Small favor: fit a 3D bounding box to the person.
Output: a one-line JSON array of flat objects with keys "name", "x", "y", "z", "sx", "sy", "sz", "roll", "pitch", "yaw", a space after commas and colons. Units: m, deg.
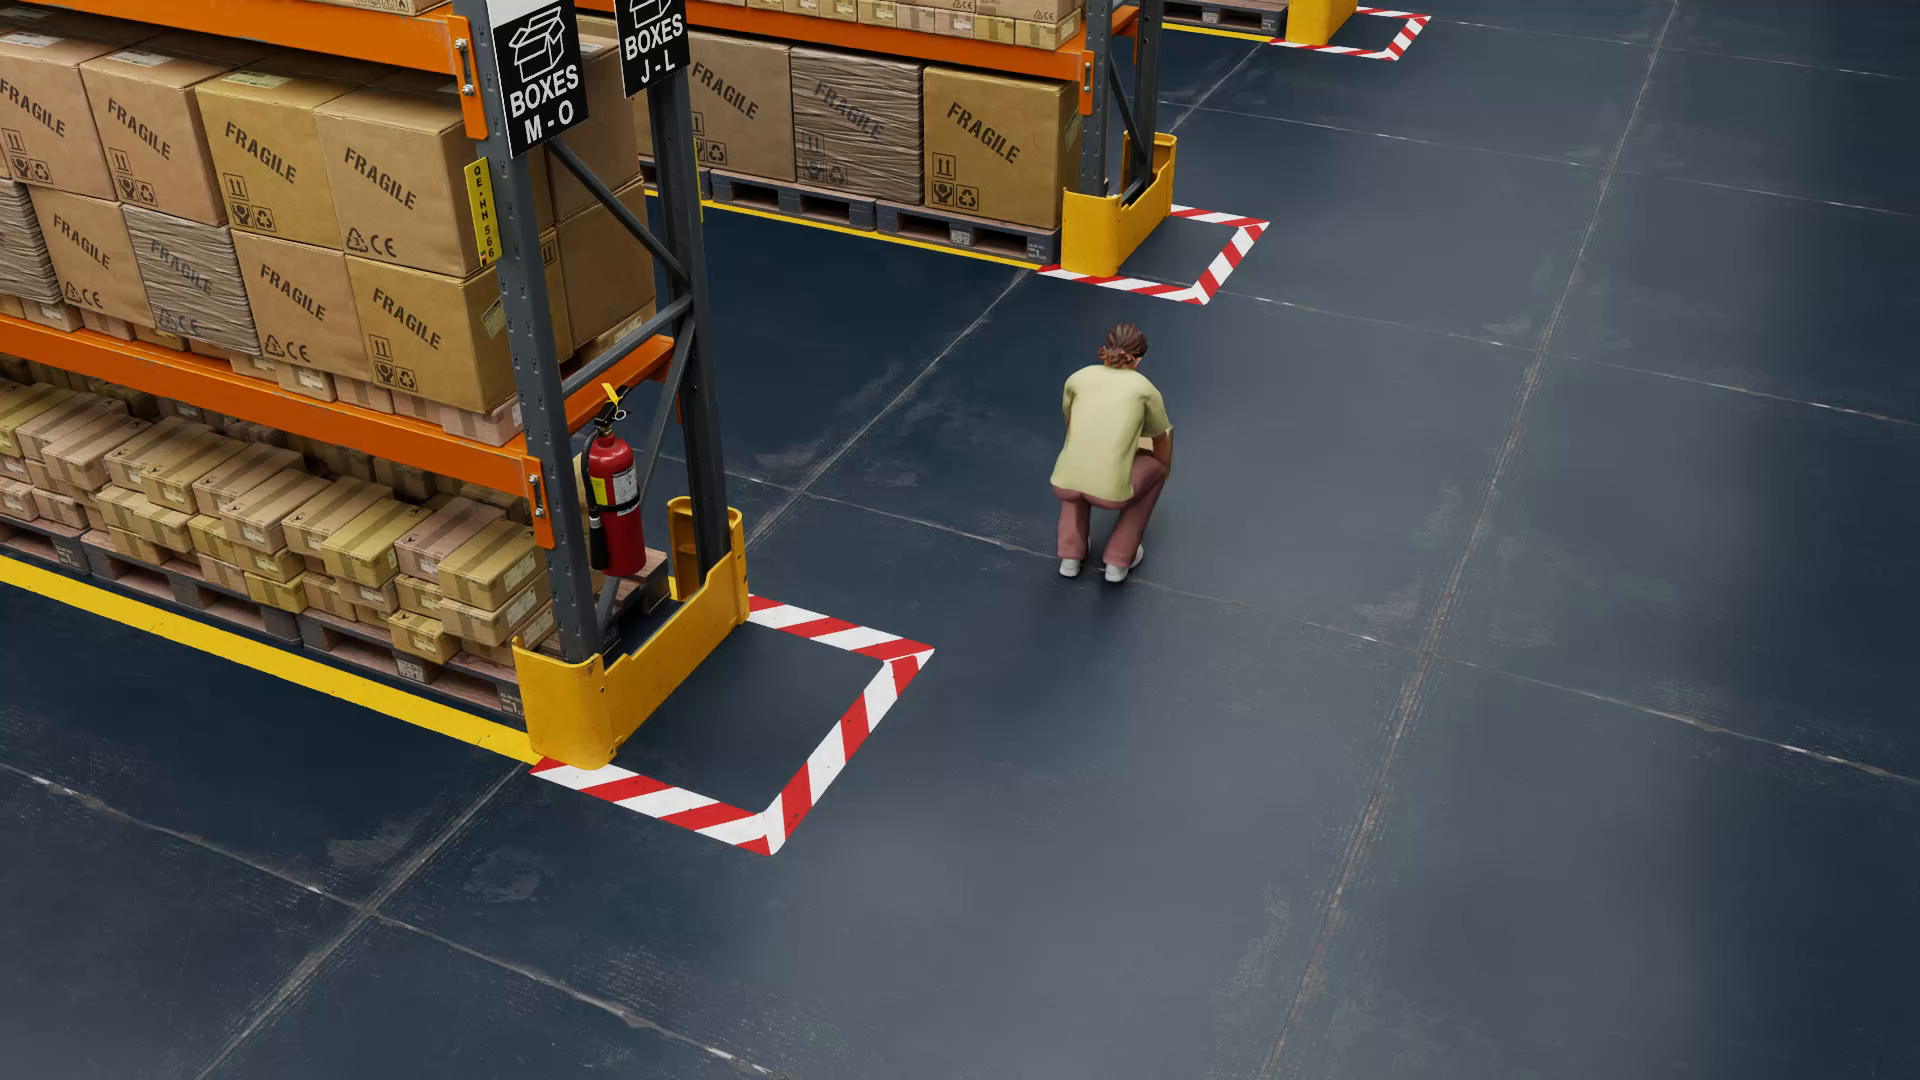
[{"name": "person", "x": 0.626, "y": -0.360, "z": 7.265, "sx": 0.490, "sy": 1.028, "sz": 0.764, "roll": 14, "pitch": 36, "yaw": 20}]
